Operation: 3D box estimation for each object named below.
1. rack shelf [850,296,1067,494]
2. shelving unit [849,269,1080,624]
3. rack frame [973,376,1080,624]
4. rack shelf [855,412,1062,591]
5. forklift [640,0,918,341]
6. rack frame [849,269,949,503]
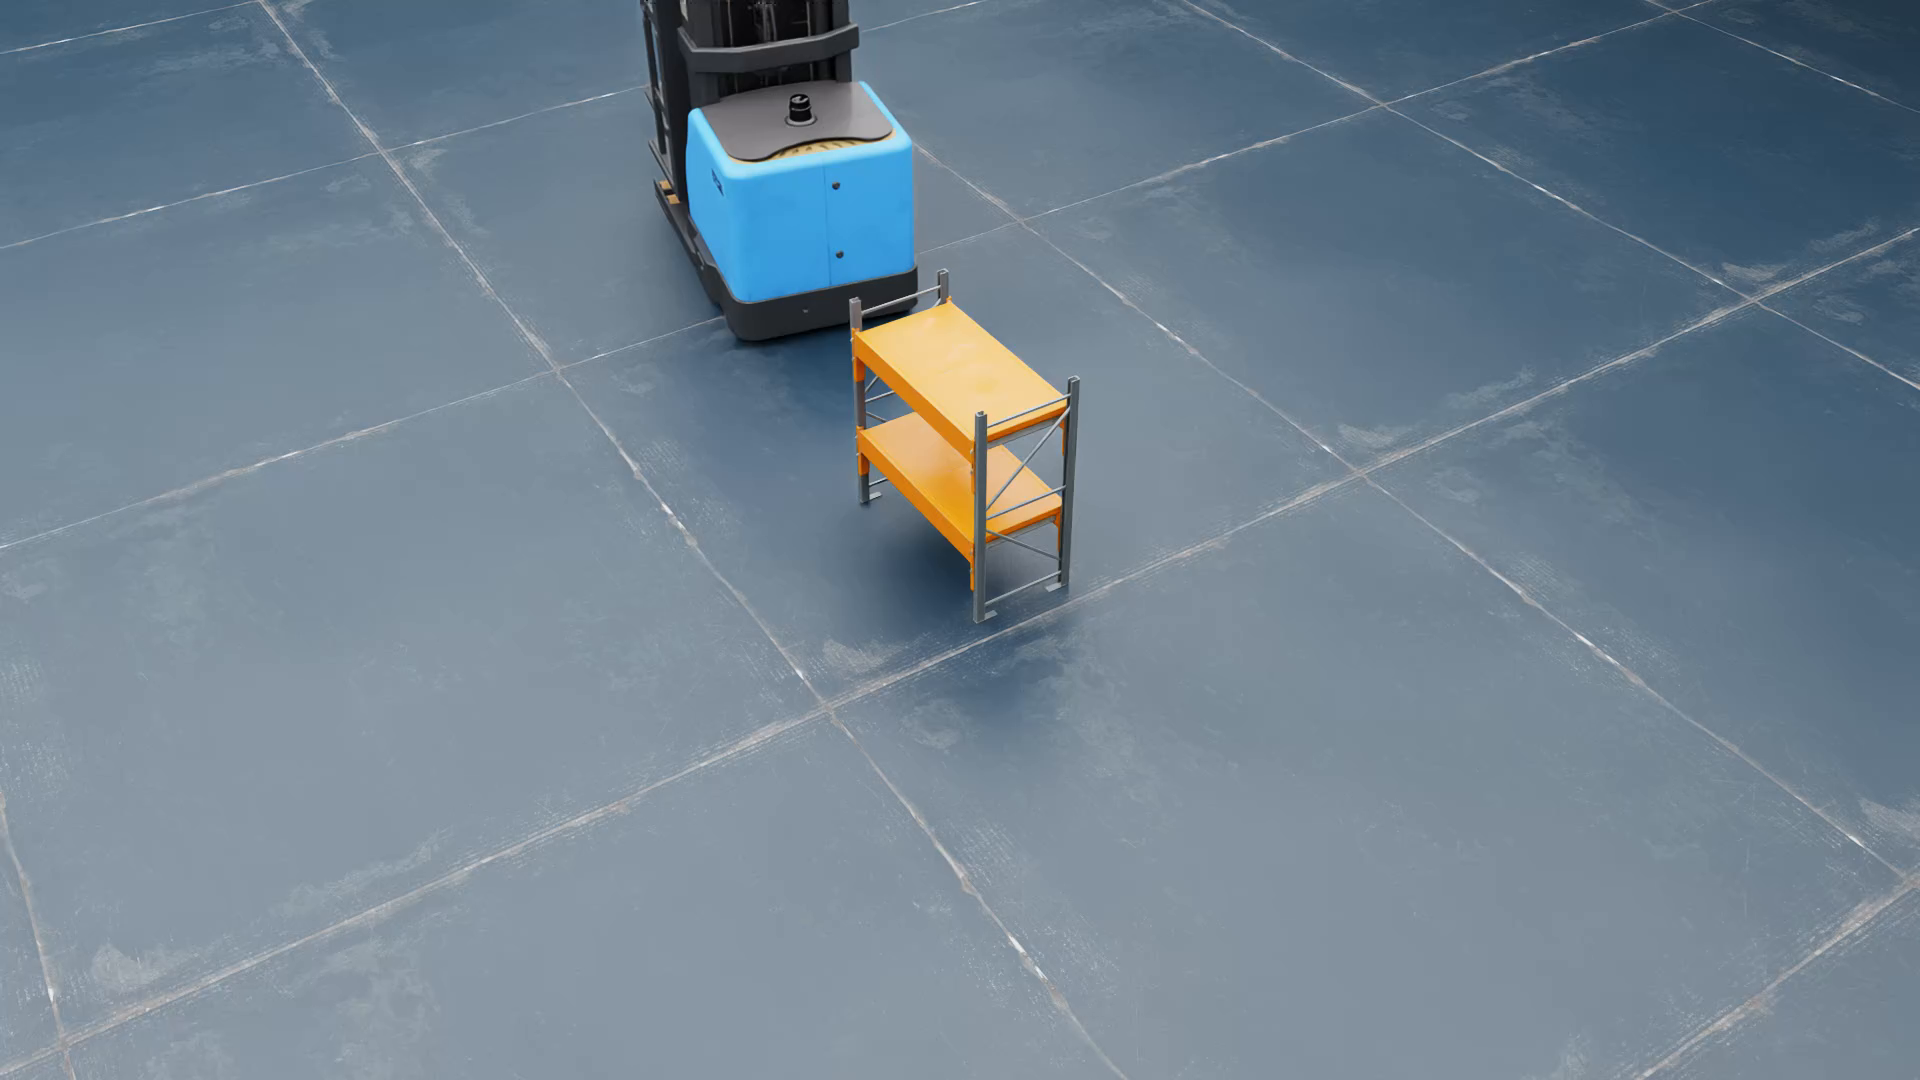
[{"bbox_3d":[0.004,-0.653,7.259,0.538,0.278,1.000,-22,45,-24],"label":"rack shelf"},{"bbox_3d":[0.004,-0.428,7.446,0.538,1.125,1.048,-22,45,-24],"label":"shelving unit"},{"bbox_3d":[0.277,-0.154,7.117,0.500,1.125,0.032,-22,45,-24],"label":"rack frame"},{"bbox_3d":[0.004,-0.241,7.603,0.538,0.278,1.000,-22,45,-24],"label":"rack shelf"},{"bbox_3d":[-1.239,-3.151,9.302,1.130,2.935,3.031,-14,42,-16],"label":"forklift"},{"bbox_3d":[-0.270,-0.703,7.775,0.500,1.125,0.032,-22,45,-24],"label":"rack frame"}]
